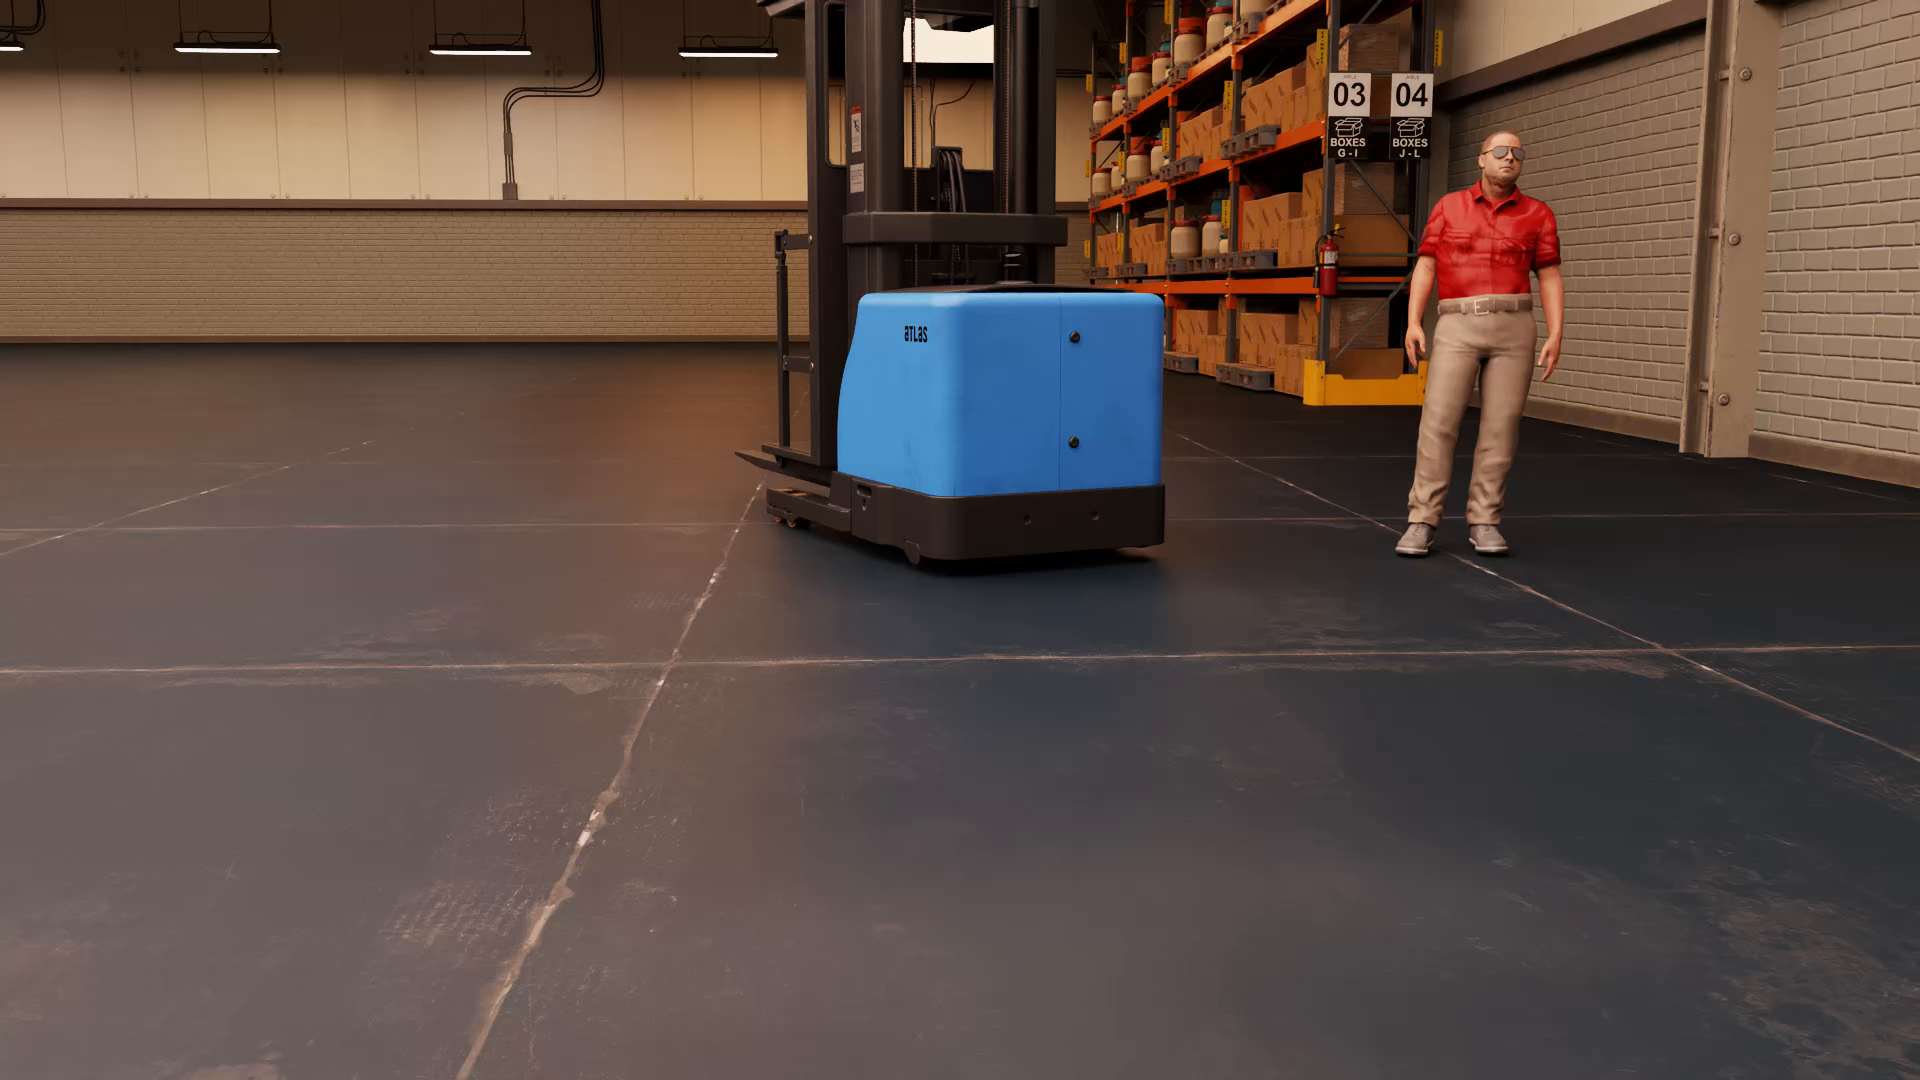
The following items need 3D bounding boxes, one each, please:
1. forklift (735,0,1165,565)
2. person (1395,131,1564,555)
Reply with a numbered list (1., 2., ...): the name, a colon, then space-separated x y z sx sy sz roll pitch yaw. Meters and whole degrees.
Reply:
1. forklift: -0.264 -1.530 7.637 1.130 2.935 3.031 -4 9 -25
2. person: 2.157 -0.814 6.856 0.640 1.727 0.551 2 9 14
